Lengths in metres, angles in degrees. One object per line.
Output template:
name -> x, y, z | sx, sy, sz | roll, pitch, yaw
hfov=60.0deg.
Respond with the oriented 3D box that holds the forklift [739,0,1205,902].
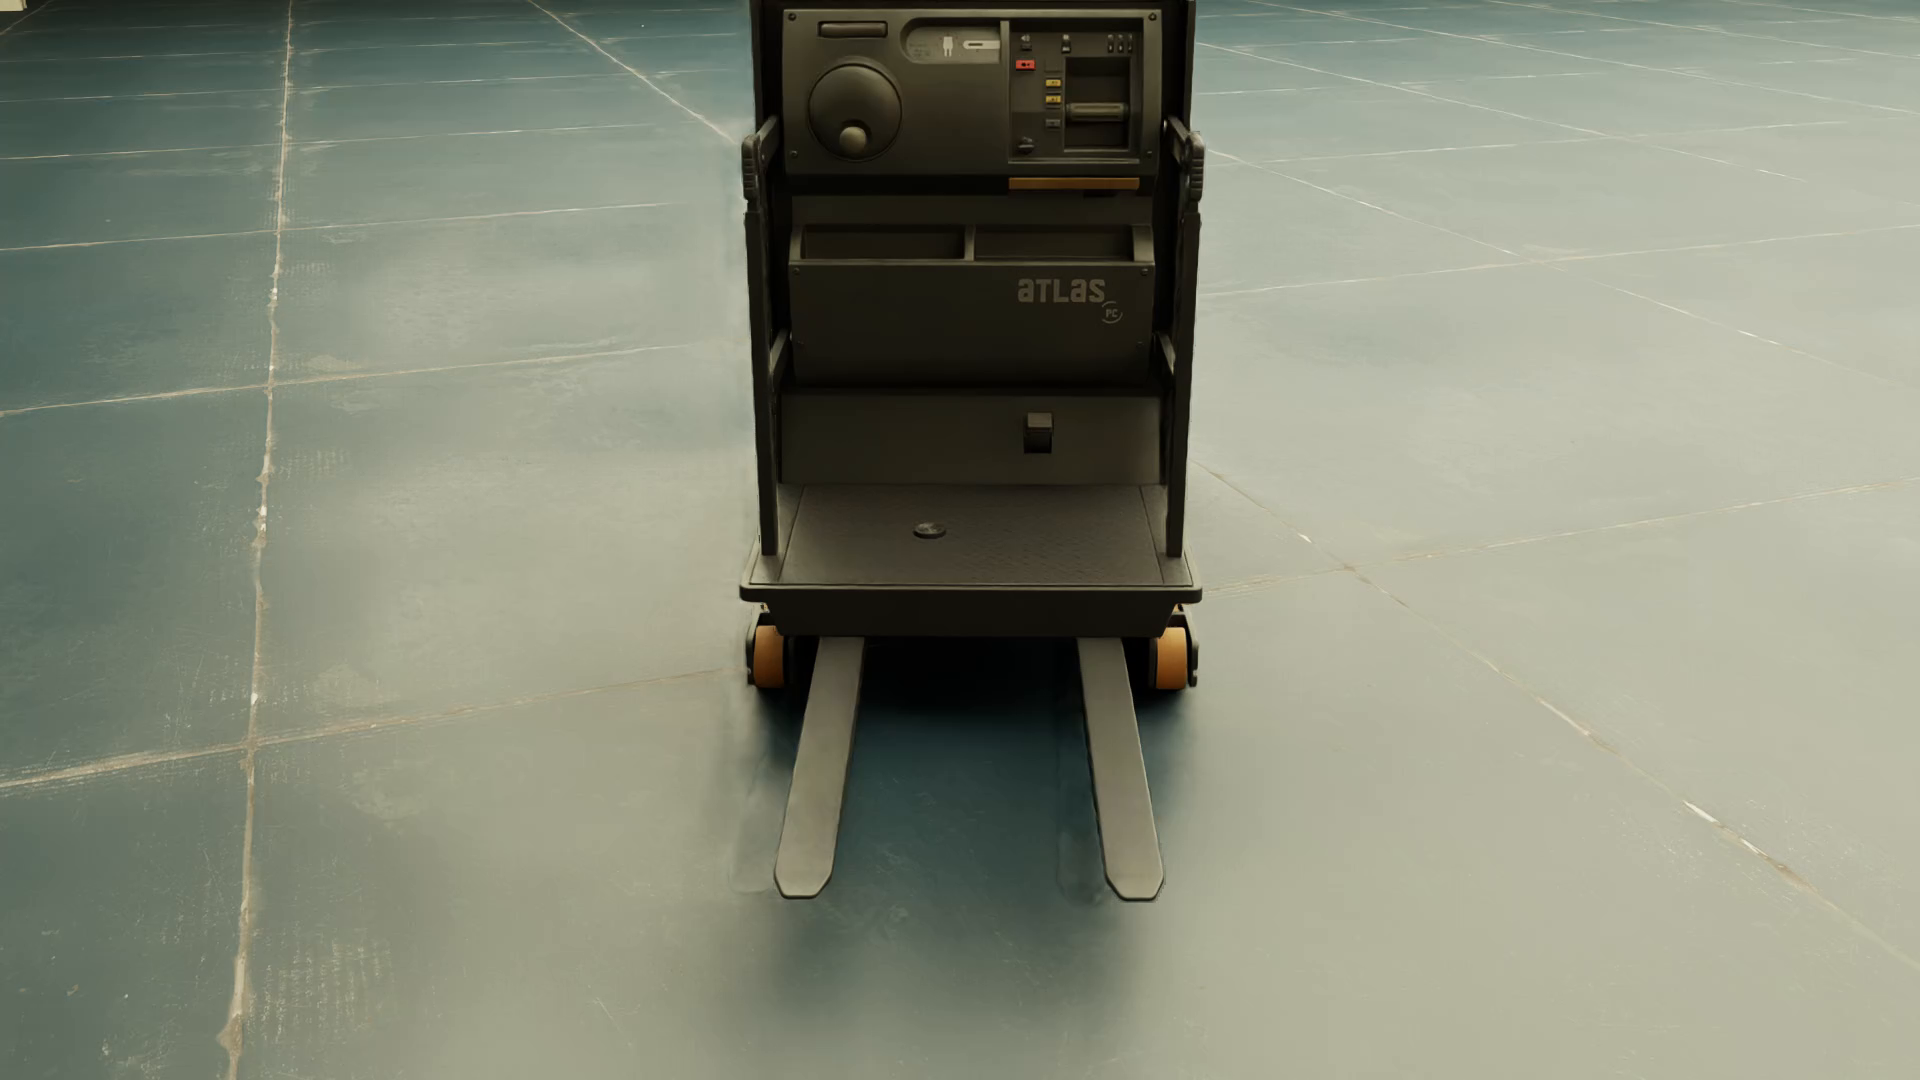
forklift -> 0.029, -1.091, 3.894 | 1.130, 2.935, 3.031 | 0, 23, 1
